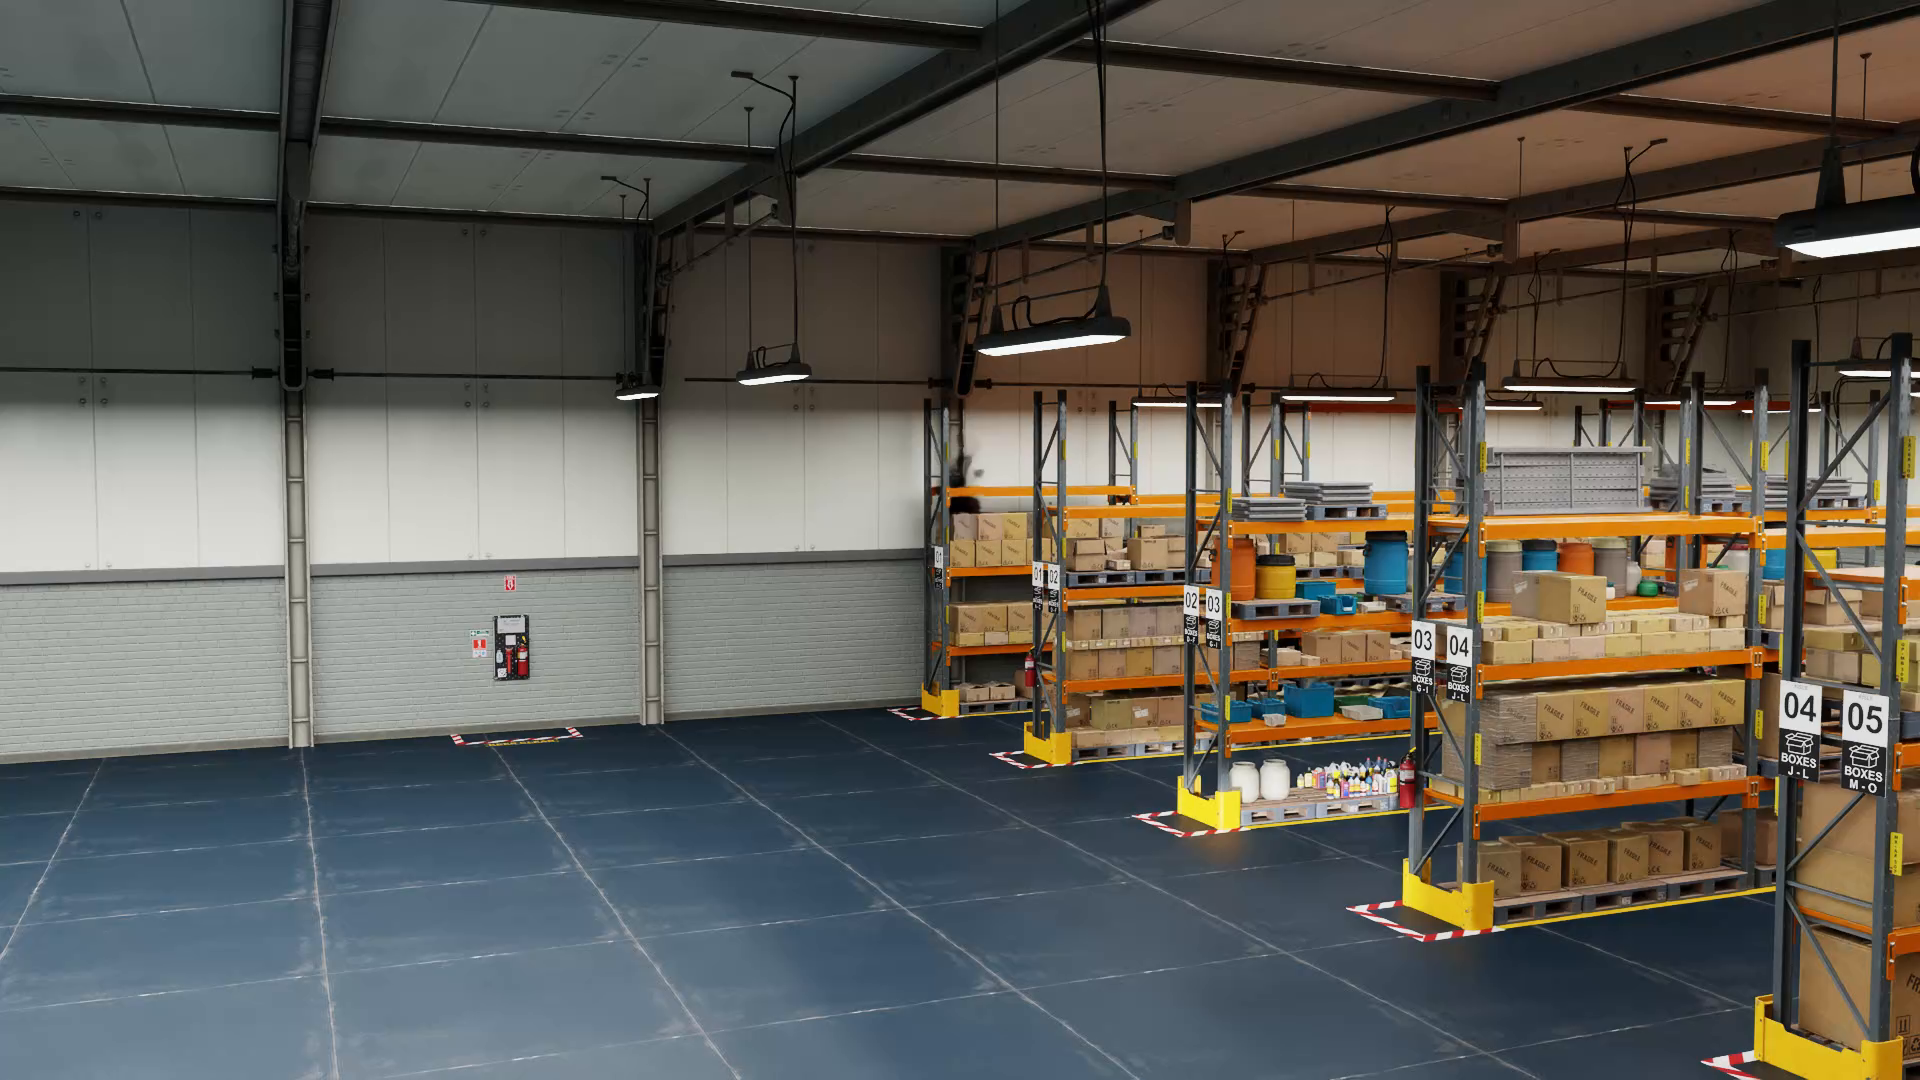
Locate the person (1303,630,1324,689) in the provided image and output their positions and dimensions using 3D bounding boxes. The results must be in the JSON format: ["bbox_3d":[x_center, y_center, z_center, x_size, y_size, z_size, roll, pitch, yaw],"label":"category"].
[{"bbox_3d":[6.660,2.520,31.190,0.841,1.667,0.607,-2,4,-28],"label":"person"}]

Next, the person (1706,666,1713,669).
[{"bbox_3d":[13.630,2.522,29.909,0.966,1.738,0.659,-3,4,-38],"label":"person"}]
